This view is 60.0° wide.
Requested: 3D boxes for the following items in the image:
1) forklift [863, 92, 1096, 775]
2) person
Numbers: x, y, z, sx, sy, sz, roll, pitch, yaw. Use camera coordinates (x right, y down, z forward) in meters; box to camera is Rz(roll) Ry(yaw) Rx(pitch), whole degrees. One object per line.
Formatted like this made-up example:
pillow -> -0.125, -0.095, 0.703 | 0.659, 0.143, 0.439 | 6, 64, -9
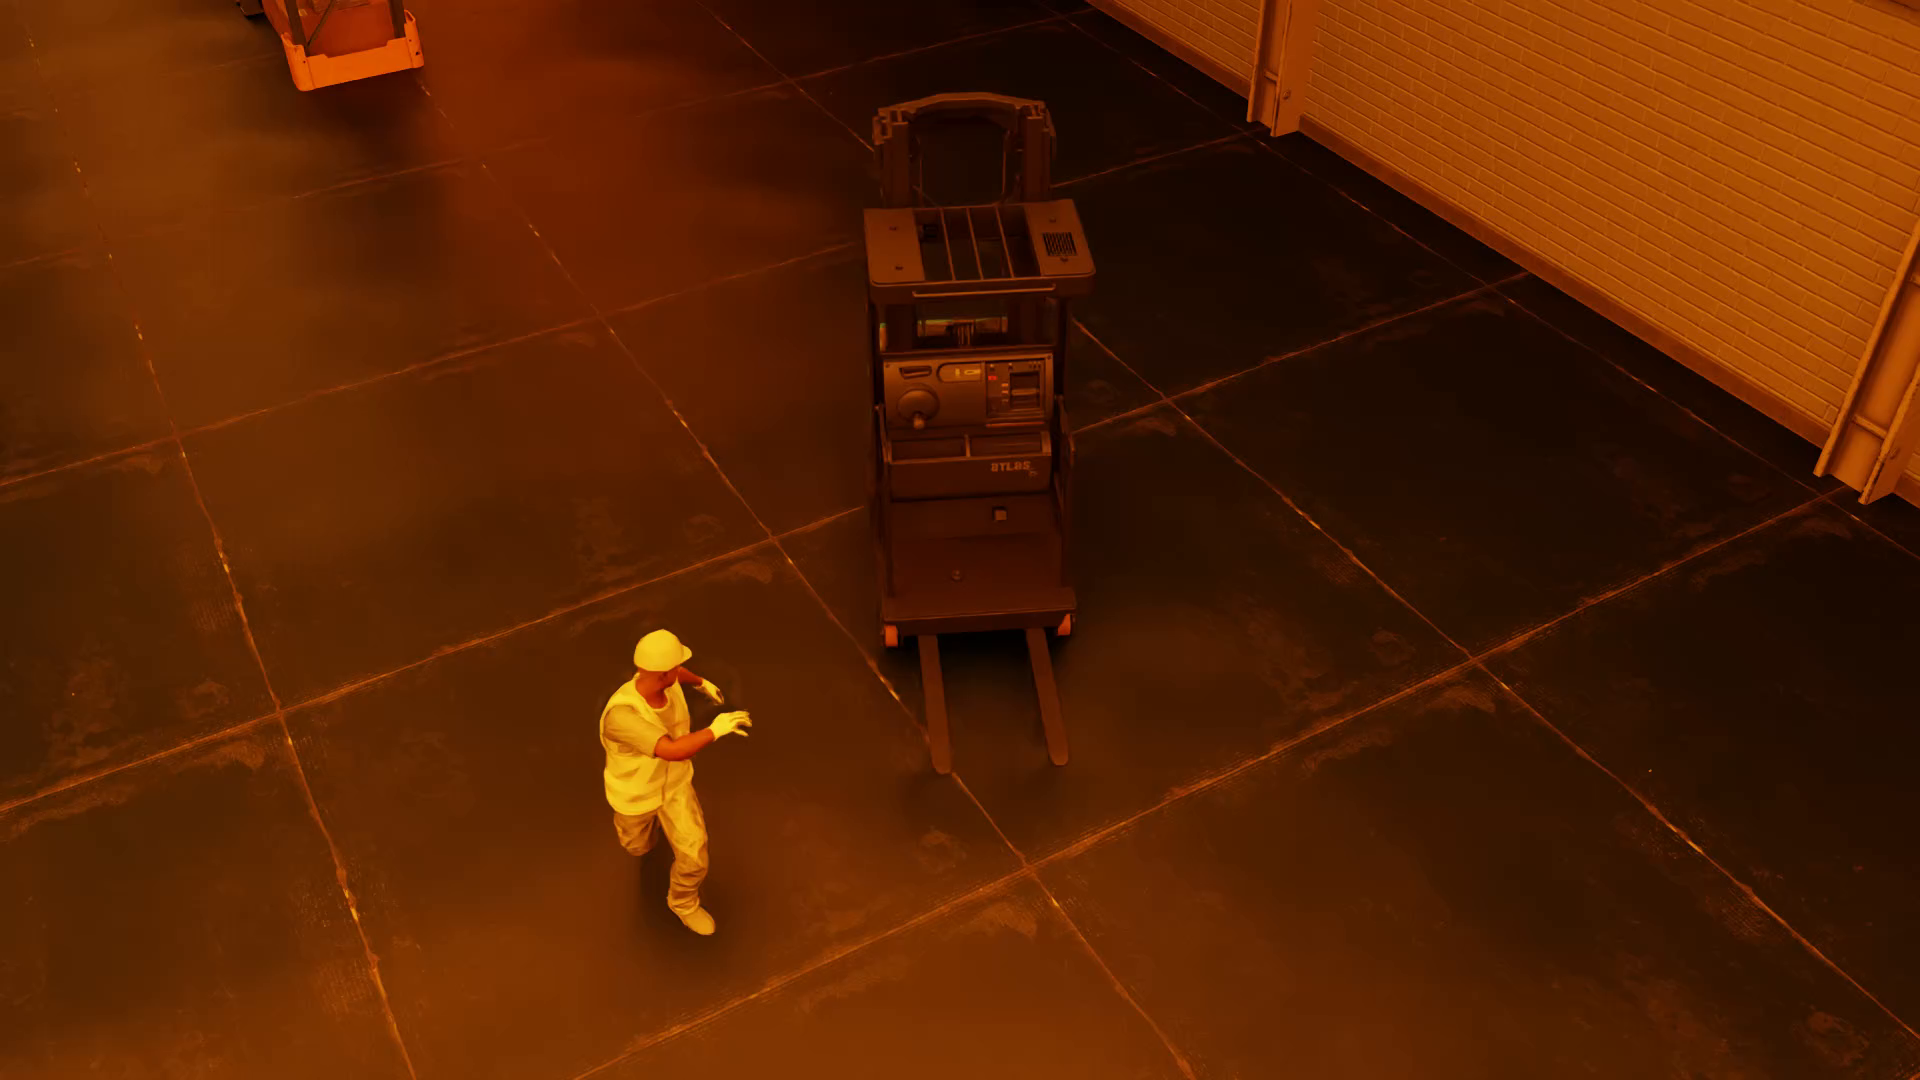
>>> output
forklift -> 0.072, -0.738, 8.926 | 1.130, 2.935, 3.031 | -4, 40, -4
person -> -1.340, 1.033, 7.943 | 0.781, 1.535, 0.969 | -23, 45, -25
